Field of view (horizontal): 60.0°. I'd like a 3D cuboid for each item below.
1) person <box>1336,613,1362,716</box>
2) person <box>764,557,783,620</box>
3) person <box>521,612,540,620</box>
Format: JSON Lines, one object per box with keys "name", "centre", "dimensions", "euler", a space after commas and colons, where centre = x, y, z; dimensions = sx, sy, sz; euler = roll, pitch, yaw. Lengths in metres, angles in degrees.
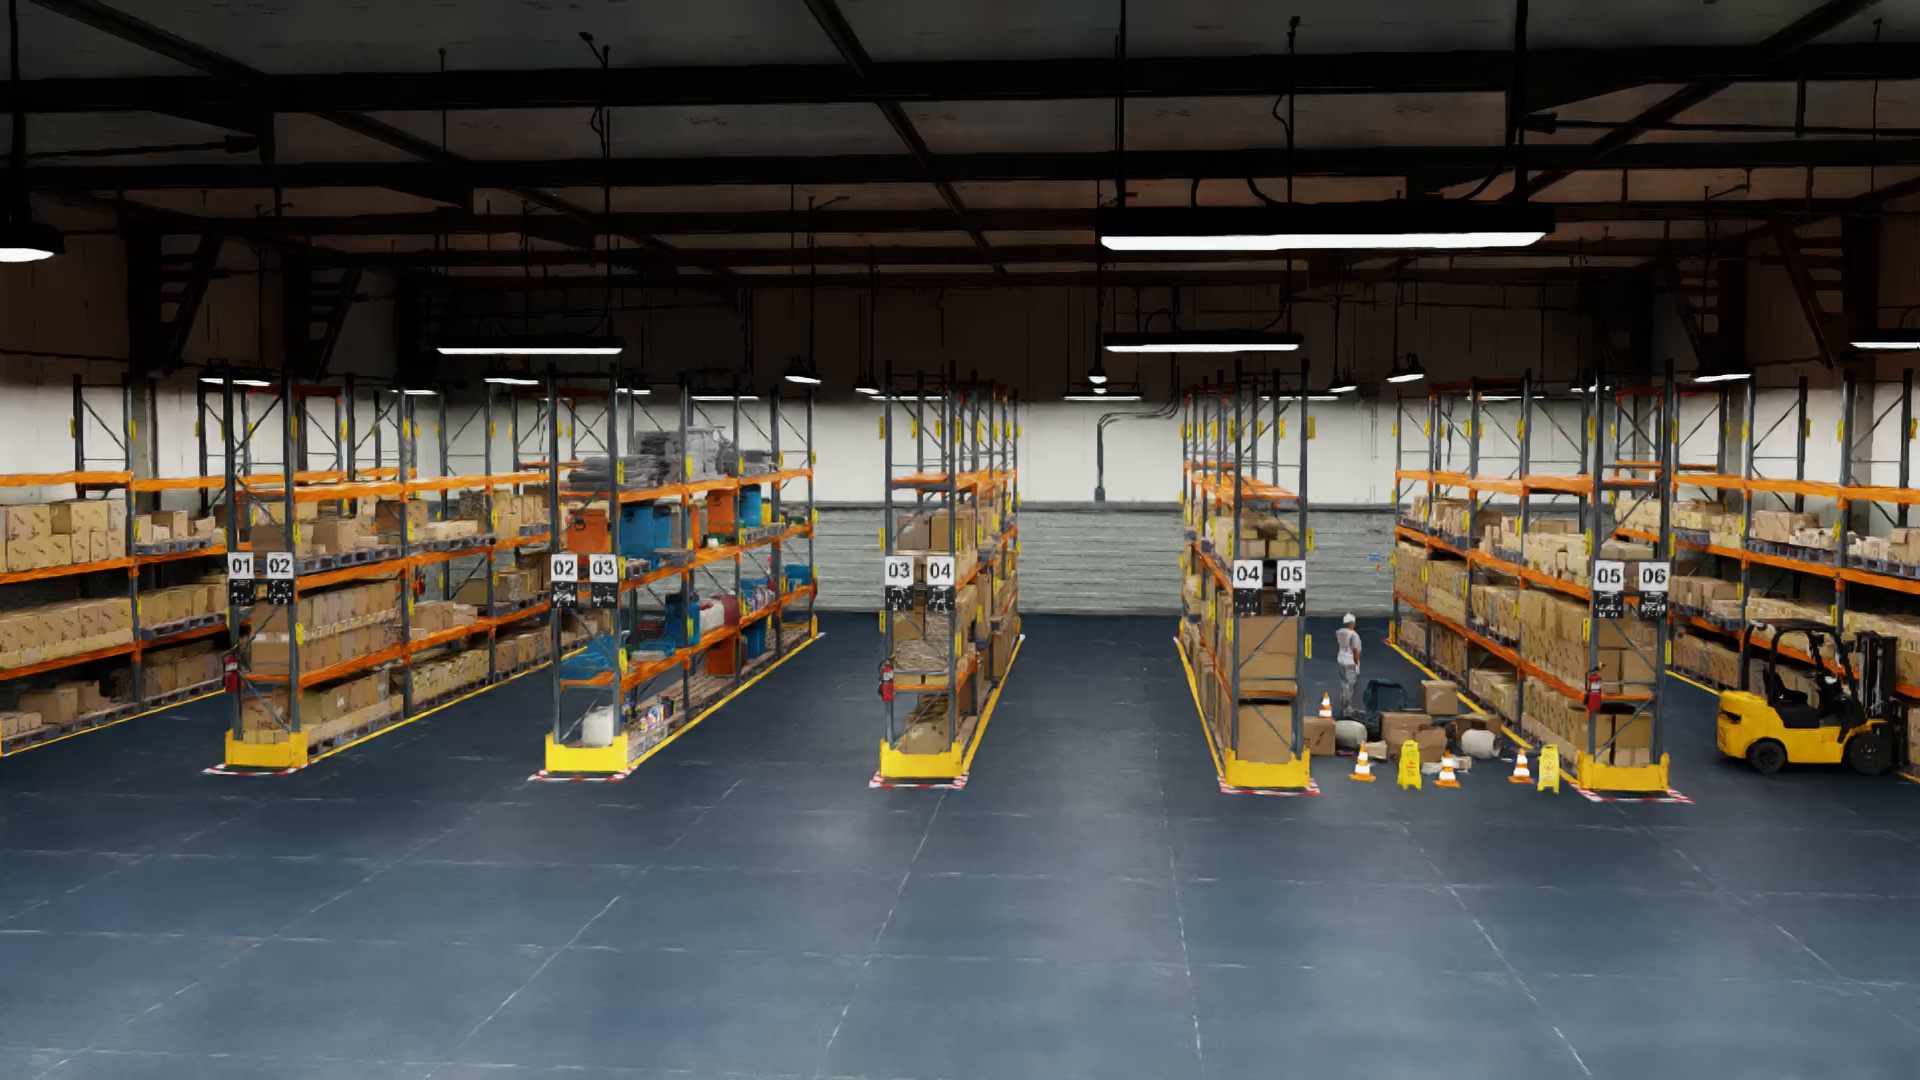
{"name": "person", "centre": [6.865, 2.171, 29.207], "dimensions": [0.447, 1.782, 0.619], "euler": [-1, 4, -16]}
{"name": "person", "centre": [-4.873, 1.286, 43.213], "dimensions": [0.533, 1.728, 1.031], "euler": [1, 4, 14]}
{"name": "person", "centre": [-11.264, 1.312, 43.525], "dimensions": [0.654, 1.665, 0.482], "euler": [-3, 5, -37]}
